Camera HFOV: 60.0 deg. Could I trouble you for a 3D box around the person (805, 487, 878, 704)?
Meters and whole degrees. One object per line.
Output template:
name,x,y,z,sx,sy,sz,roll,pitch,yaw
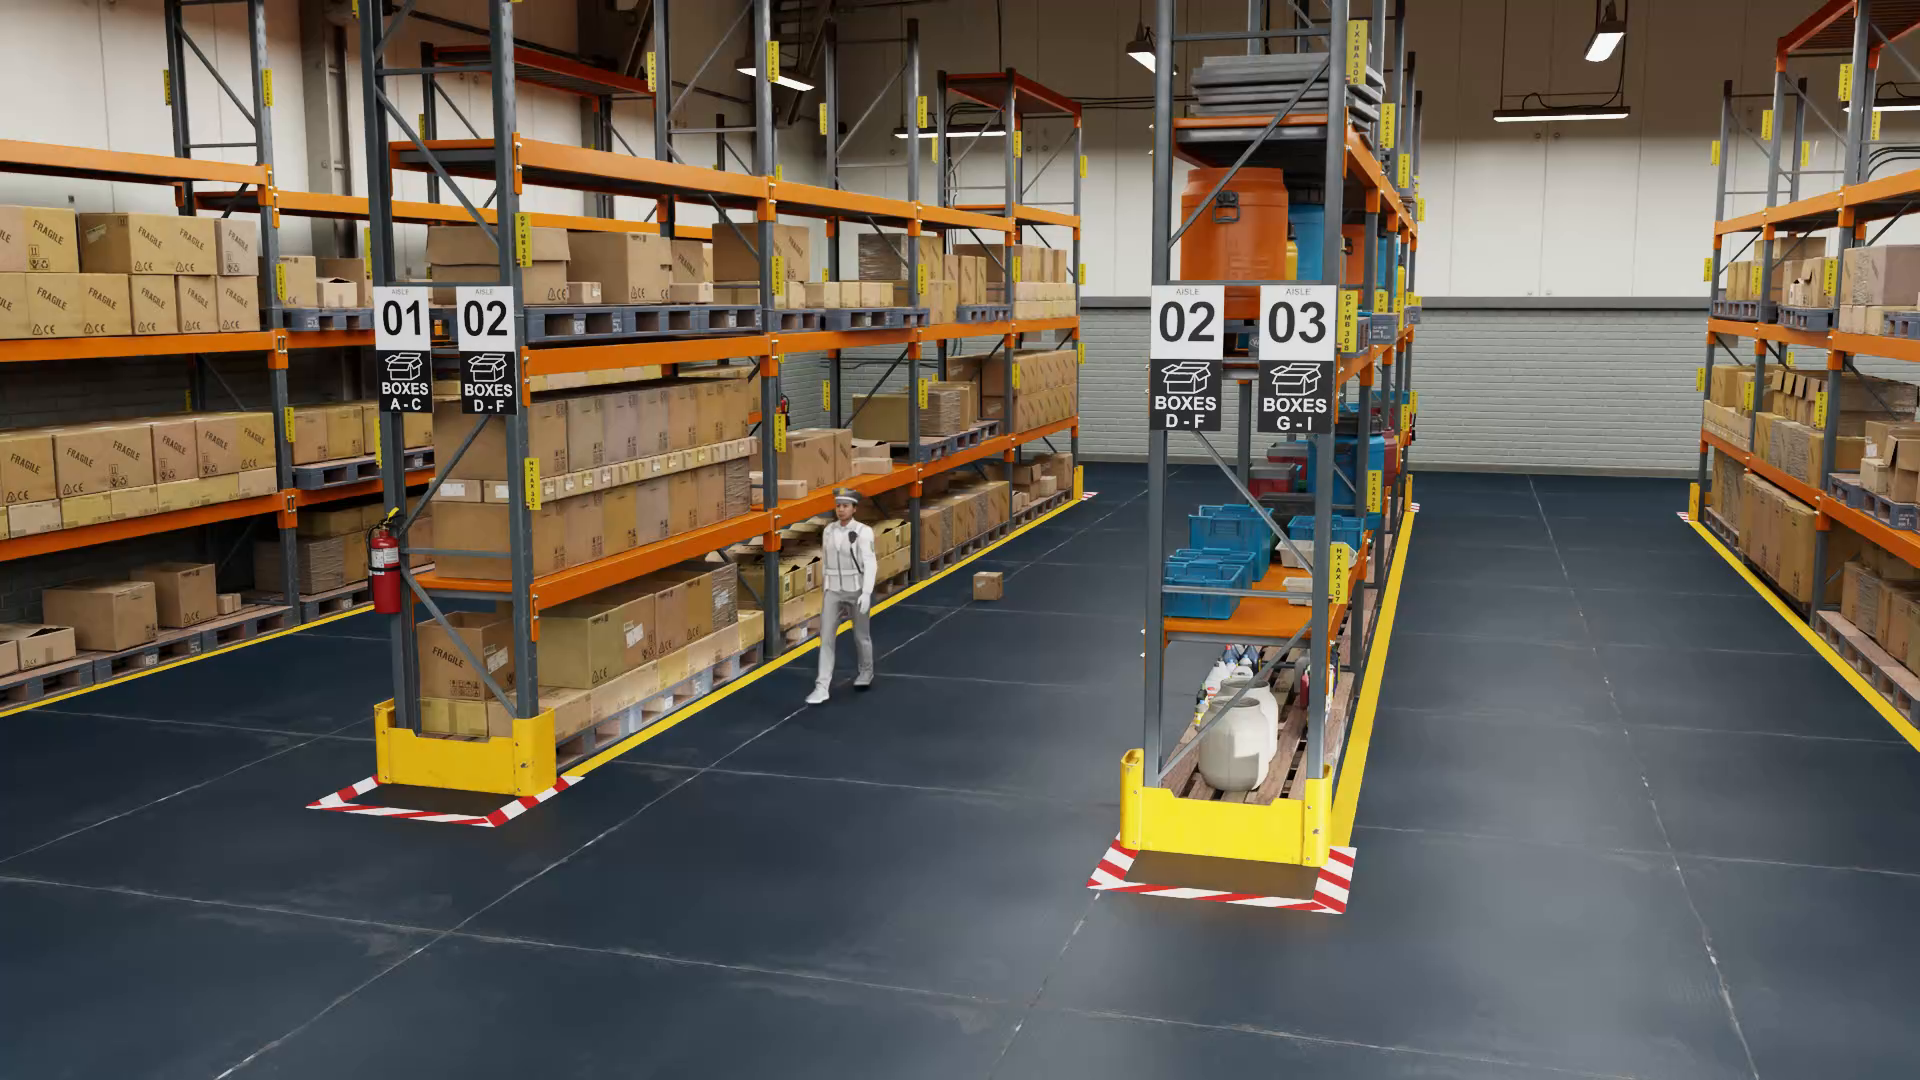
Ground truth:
person,-0.889,0.399,12.966,0.505,1.630,0.978,2,9,15
